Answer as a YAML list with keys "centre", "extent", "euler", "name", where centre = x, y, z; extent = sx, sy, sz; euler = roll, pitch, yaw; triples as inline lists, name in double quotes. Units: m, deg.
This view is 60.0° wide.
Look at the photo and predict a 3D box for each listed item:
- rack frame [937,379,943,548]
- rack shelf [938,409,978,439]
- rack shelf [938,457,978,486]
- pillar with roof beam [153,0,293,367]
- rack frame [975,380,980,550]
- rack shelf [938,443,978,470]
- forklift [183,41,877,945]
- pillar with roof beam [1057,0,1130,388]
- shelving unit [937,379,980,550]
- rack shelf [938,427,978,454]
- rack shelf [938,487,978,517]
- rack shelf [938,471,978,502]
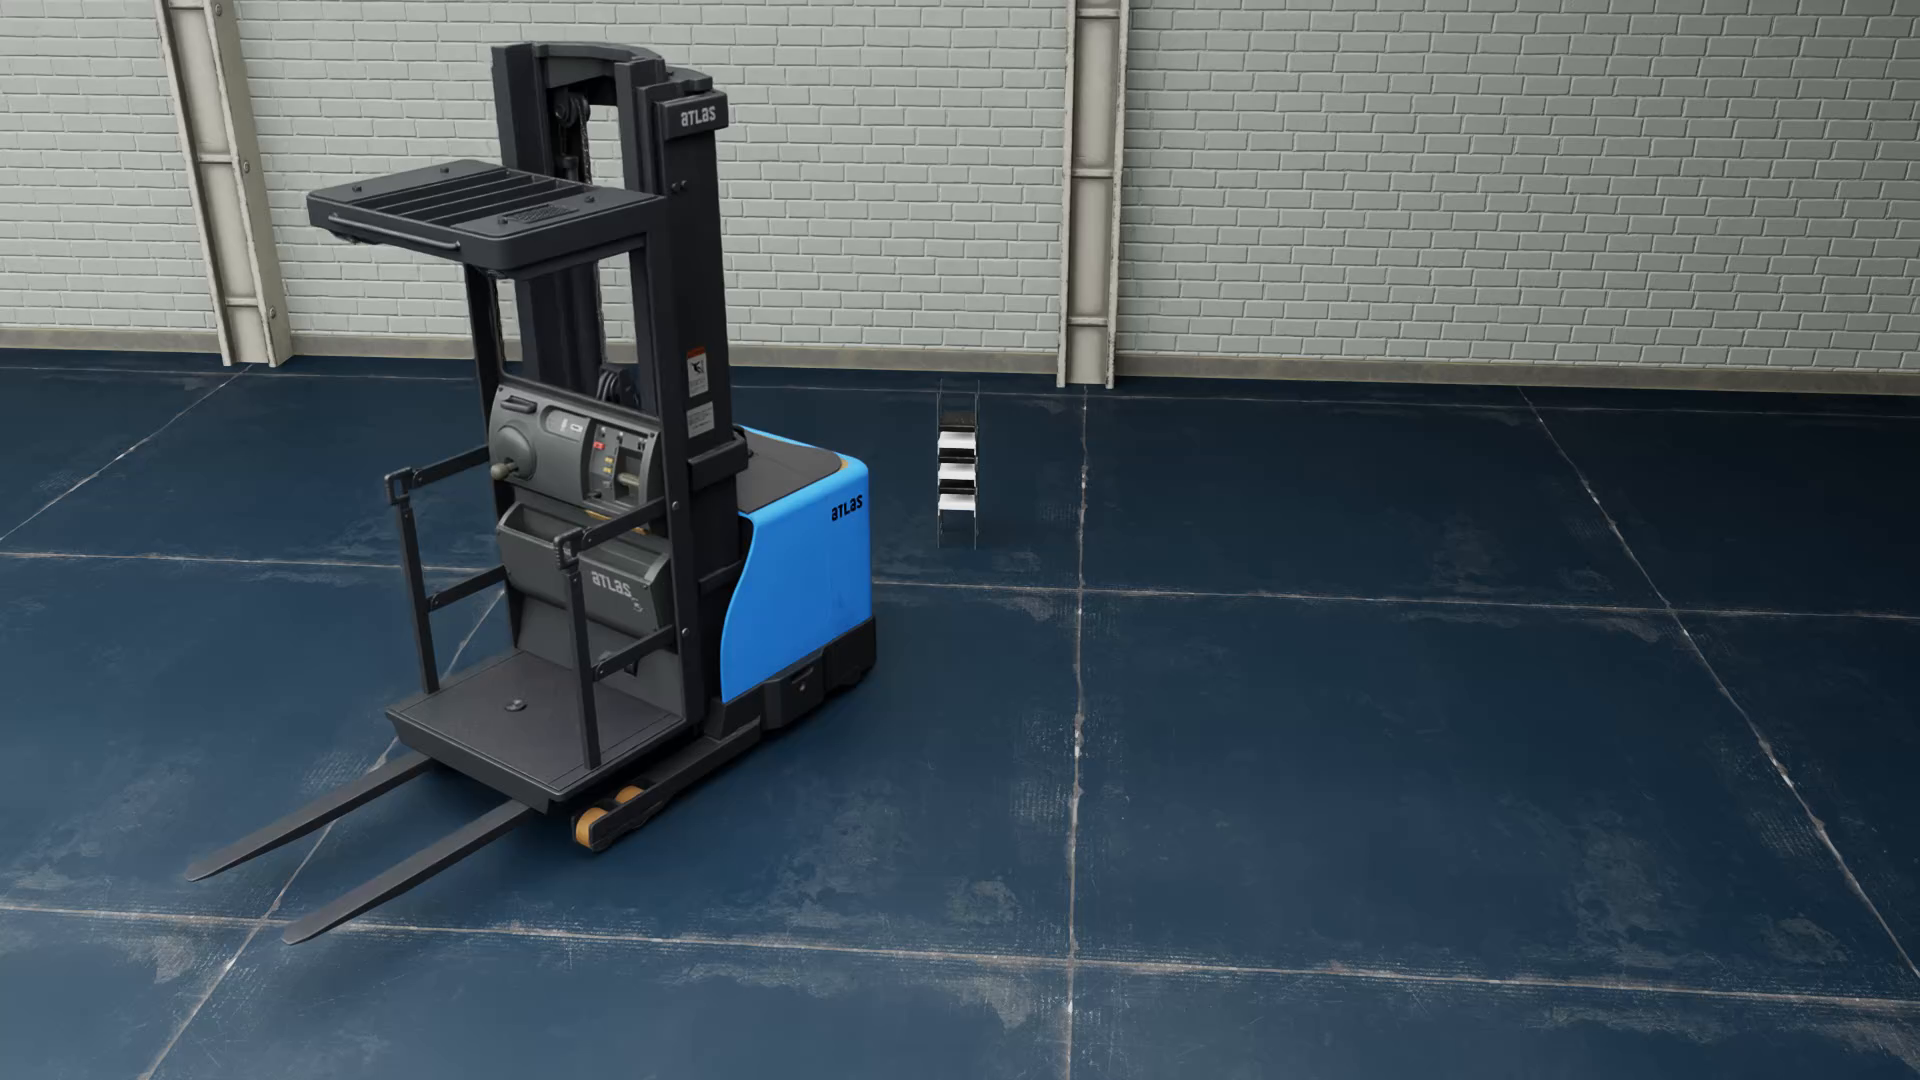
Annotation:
- centre: [-0.109, -0.412, 9.070]
  extent: [0.006, 0.900, 0.240]
  euler: [2, 25, 4]
  name: "rack frame"
- centre: [-0.008, -0.624, 8.964]
  extent: [0.200, 0.077, 0.258]
  euler: [2, 25, 4]
  name: "rack shelf"
- centre: [-0.008, -0.379, 9.076]
  extent: [0.200, 0.077, 0.258]
  euler: [2, 25, 4]
  name: "rack shelf"
- centre: [-5.429, -3.608, 6.326]
  extent: [0.400, 9.000, 9.100]
  euler: [2, 25, 4]
  name: "pillar with roof beam"
- centre: [0.093, -0.406, 9.055]
  extent: [0.006, 0.900, 0.240]
  euler: [2, 25, 4]
  name: "rack frame"
- centre: [-0.008, -0.461, 9.039]
  extent: [0.200, 0.077, 0.258]
  euler: [2, 25, 4]
  name: "rack shelf"
- centre: [-1.671, -0.334, 6.469]
  extent: [1.130, 2.935, 3.031]
  euler: [17, 30, 33]
  name: "forklift"
- centre: [0.553, -3.416, 5.908]
  extent: [0.400, 9.000, 9.100]
  euler: [2, 25, 4]
  name: "pillar with roof beam"
- centre: [-0.008, -0.409, 9.062]
  extent: [0.210, 0.900, 0.258]
  euler: [2, 25, 4]
  name: "shelving unit"
- centre: [-0.008, -0.542, 9.001]
  extent: [0.200, 0.077, 0.258]
  euler: [2, 25, 4]
  name: "rack shelf"
- centre: [-0.008, -0.215, 9.152]
  extent: [0.200, 0.077, 0.258]
  euler: [2, 25, 4]
  name: "rack shelf"
- centre: [-0.008, -0.297, 9.114]
  extent: [0.200, 0.077, 0.258]
  euler: [2, 25, 4]
  name: "rack shelf"
